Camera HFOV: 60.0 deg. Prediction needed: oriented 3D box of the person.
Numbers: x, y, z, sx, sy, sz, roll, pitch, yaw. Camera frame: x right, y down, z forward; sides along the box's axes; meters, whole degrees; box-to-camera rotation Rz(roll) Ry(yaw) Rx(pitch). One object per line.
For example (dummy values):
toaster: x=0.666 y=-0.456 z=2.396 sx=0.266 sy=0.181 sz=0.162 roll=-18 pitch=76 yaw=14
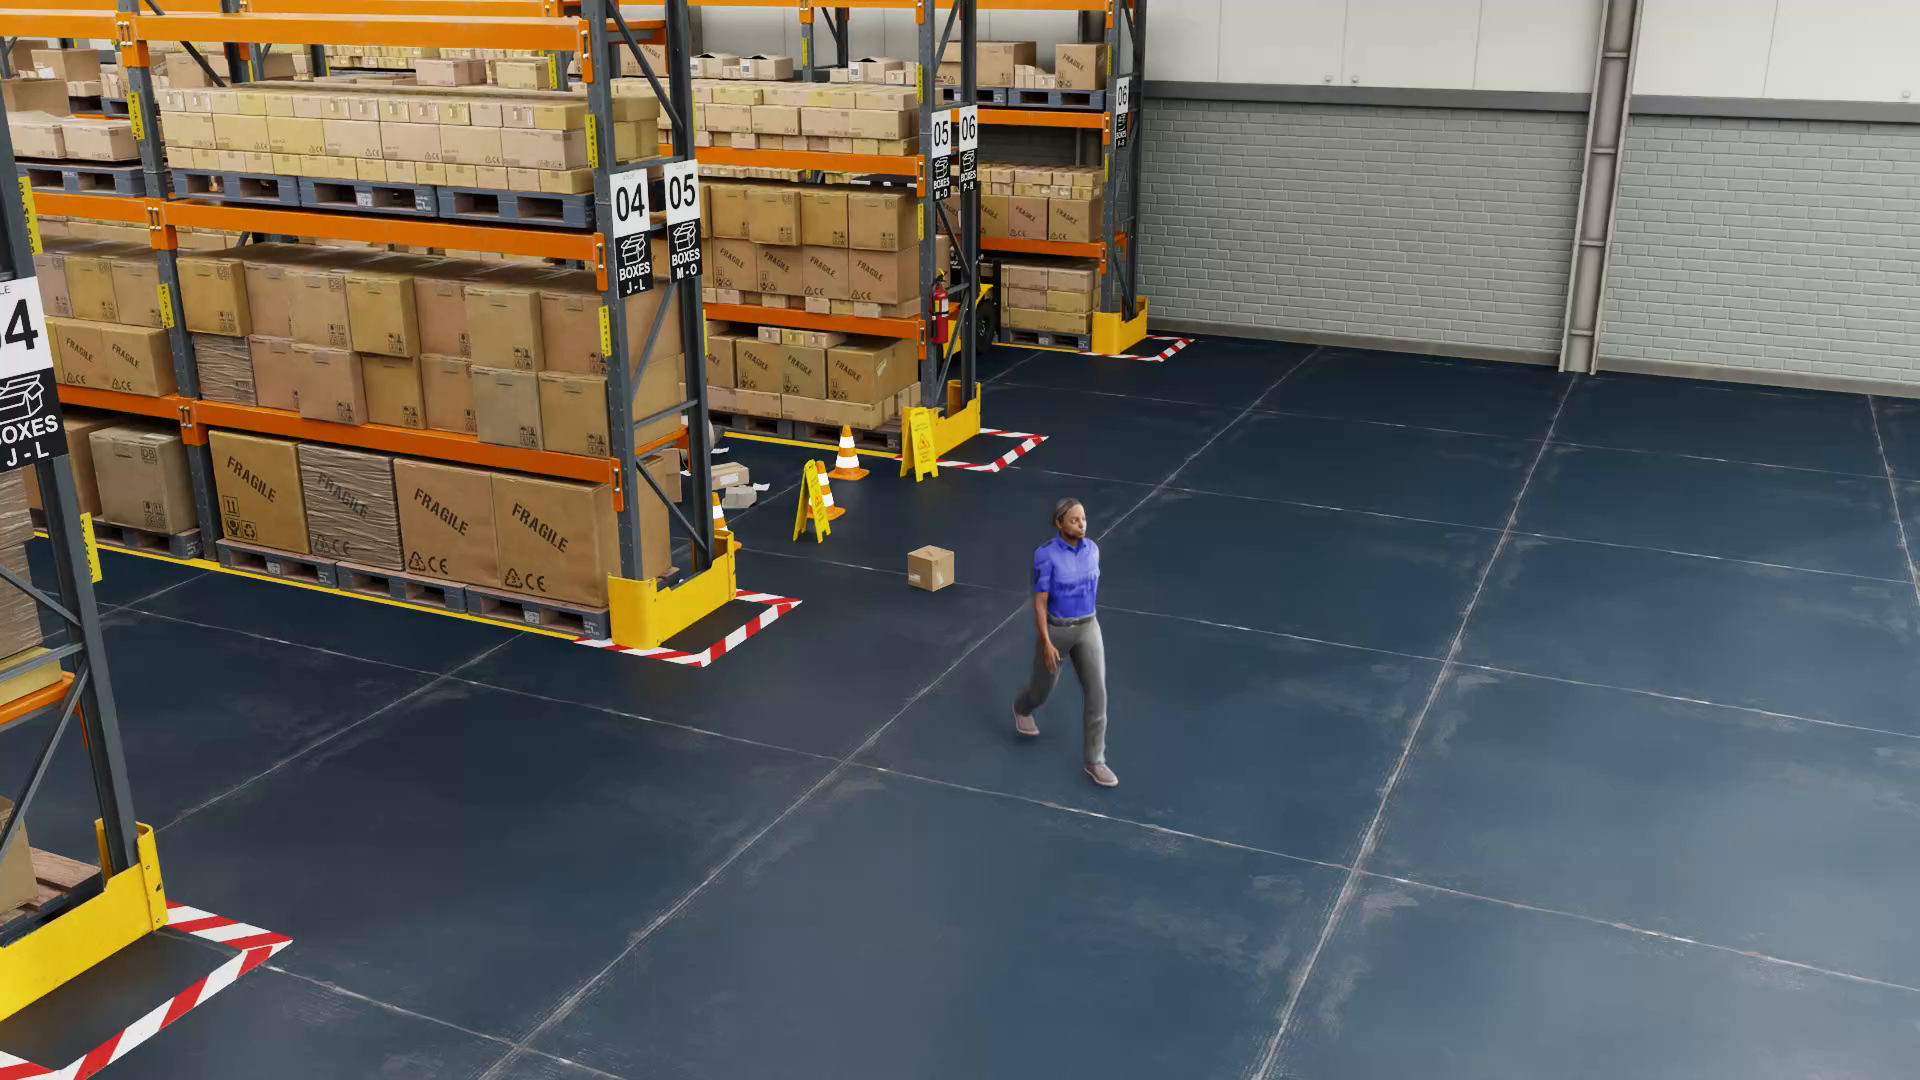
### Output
person: x=0.603 y=0.525 z=9.544 sx=0.441 sy=1.603 sz=0.968 roll=-8 pitch=21 yaw=-21
